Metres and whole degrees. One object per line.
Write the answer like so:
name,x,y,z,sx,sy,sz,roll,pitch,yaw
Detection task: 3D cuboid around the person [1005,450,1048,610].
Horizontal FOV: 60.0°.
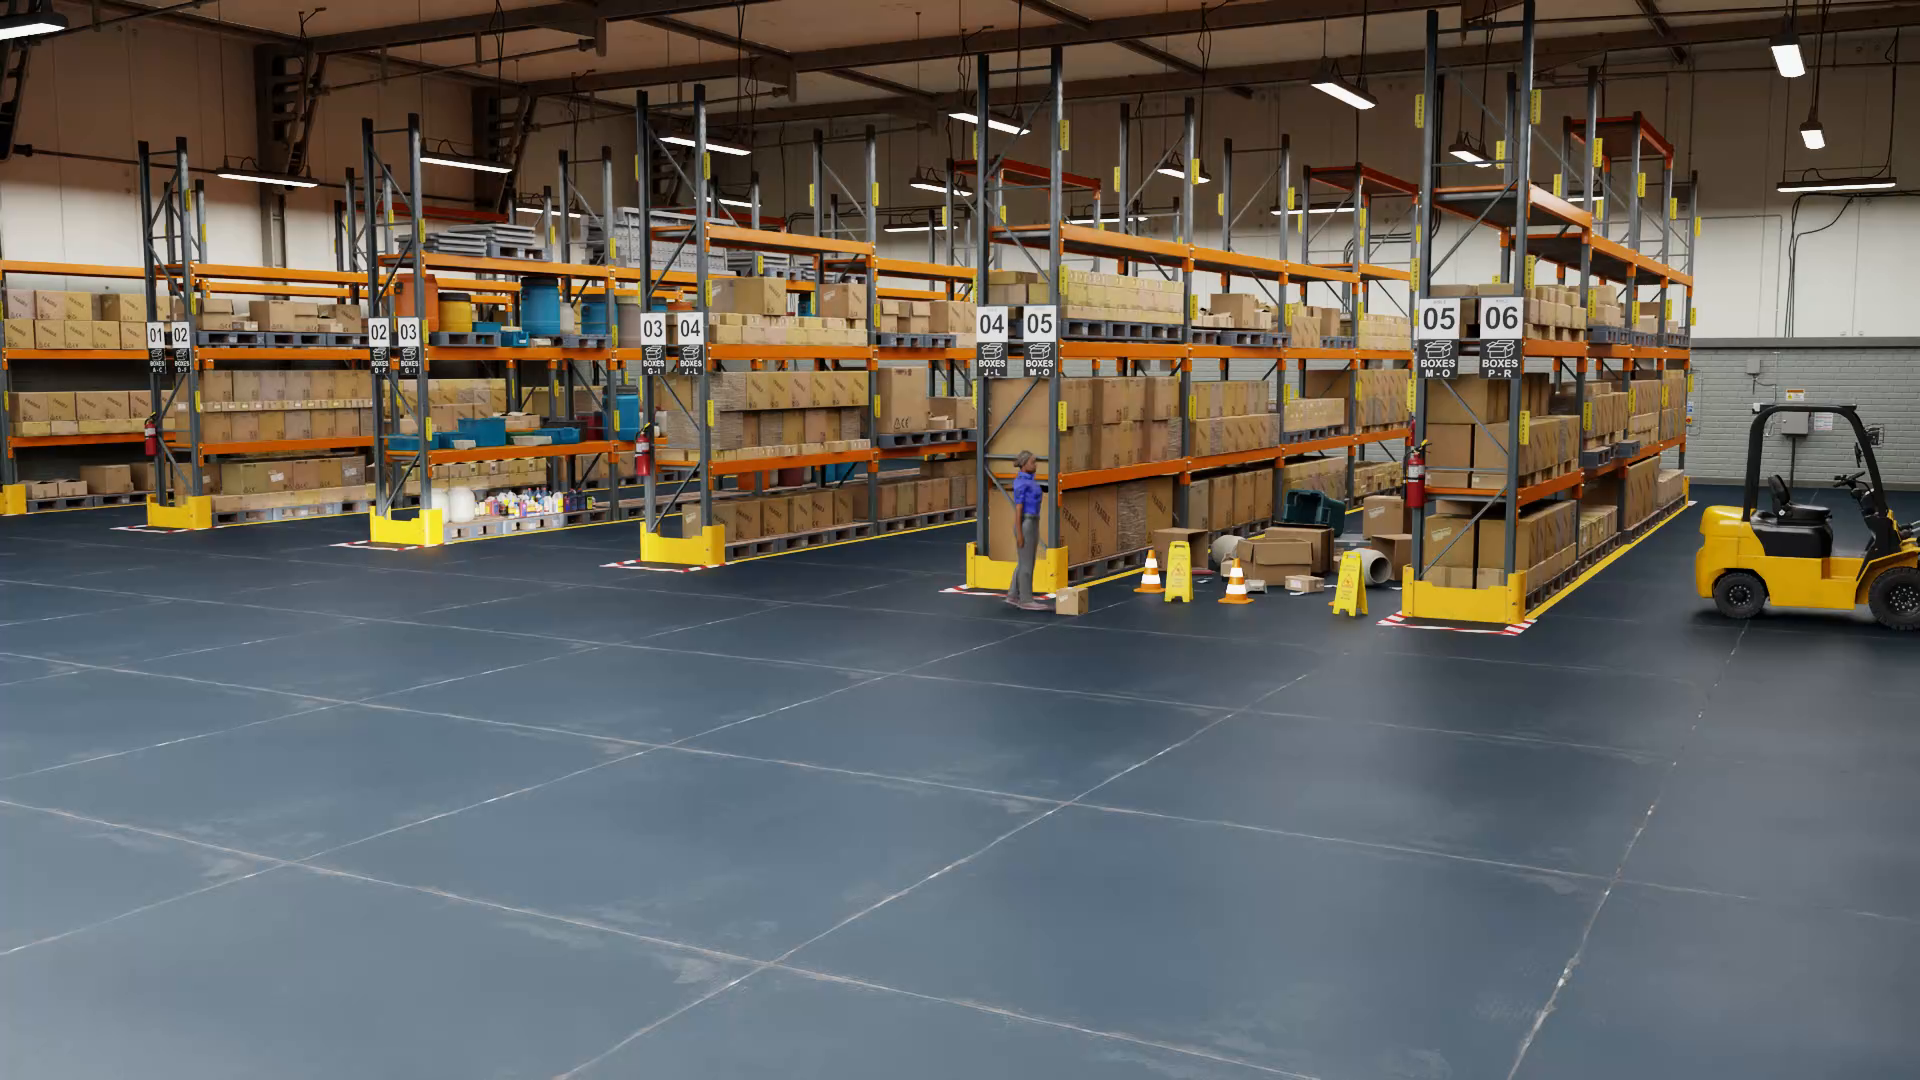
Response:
person,0.693,-0.102,17.298,0.493,1.665,0.471,2,6,16
